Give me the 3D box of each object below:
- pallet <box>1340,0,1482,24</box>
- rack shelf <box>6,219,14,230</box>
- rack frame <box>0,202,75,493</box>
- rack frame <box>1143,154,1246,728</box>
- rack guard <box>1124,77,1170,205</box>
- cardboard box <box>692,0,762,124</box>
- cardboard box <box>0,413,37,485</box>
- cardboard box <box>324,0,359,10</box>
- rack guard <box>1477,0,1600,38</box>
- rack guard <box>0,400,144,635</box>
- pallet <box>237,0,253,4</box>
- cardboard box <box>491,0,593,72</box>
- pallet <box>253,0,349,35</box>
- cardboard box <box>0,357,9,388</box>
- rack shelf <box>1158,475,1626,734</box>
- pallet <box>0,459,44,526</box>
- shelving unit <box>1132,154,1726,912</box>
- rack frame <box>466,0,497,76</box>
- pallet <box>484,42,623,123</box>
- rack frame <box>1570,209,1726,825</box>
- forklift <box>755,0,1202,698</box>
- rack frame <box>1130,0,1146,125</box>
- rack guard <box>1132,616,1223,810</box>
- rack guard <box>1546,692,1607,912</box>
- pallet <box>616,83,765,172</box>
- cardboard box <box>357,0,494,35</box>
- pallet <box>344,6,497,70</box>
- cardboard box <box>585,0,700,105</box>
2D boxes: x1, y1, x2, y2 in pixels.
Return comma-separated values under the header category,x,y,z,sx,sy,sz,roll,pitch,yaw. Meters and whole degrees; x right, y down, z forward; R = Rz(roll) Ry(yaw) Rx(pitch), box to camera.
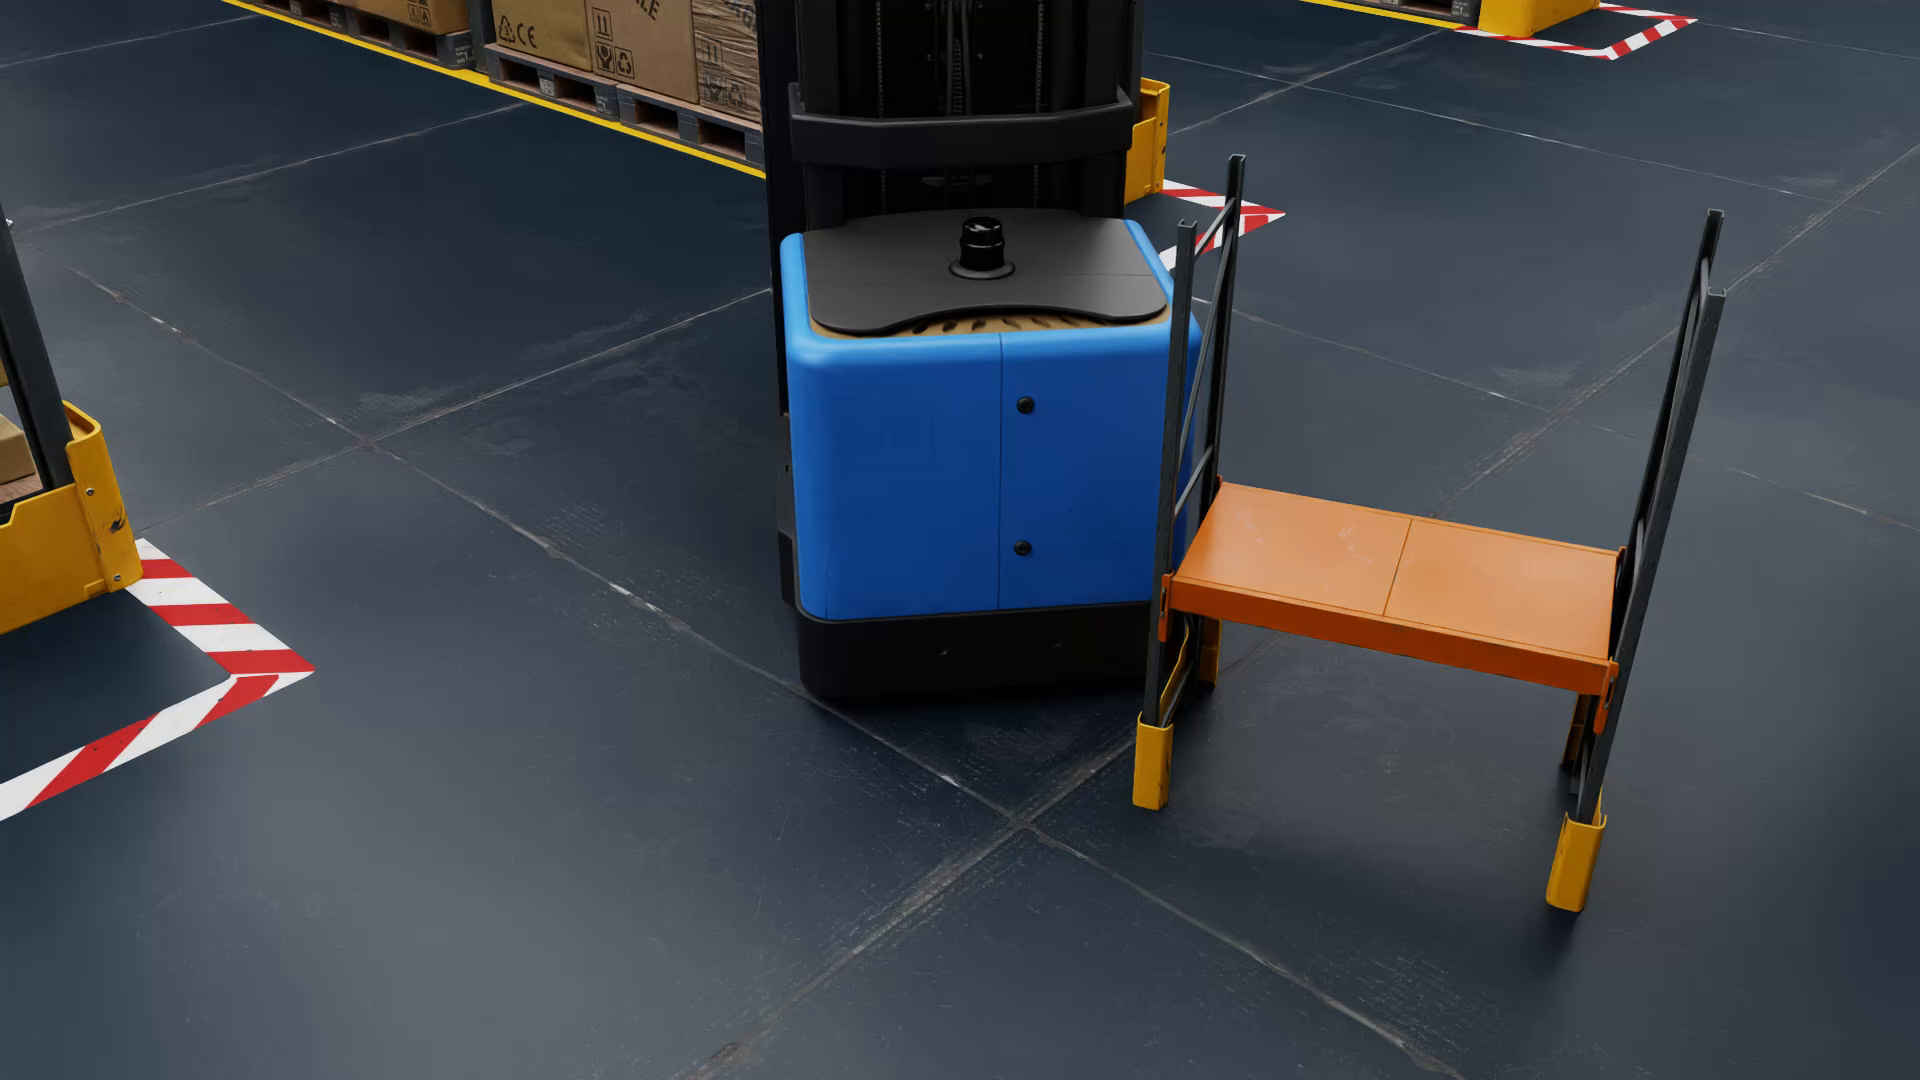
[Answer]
category,x,y,z,sx,sy,sz,roll,pitch,yaw
pallet,3.217,-3.844,11.431,1.213,0.211,1.003,25,39,35
rack shelf,-4.407,-1.367,5.310,4.000,0.370,1.077,25,39,35
rack frame,-2.925,-0.983,3.975,0.127,3.000,1.000,25,39,35
rack frame,0.551,-0.120,3.995,0.032,1.500,0.500,11,33,18
rack guard,0.496,-1.766,7.698,0.348,0.500,1.175,25,39,35
cardboard box,-0.724,-2.620,8.347,0.875,0.875,0.875,25,39,35
cardboard box,-3.098,-0.245,5.106,0.250,0.149,0.380,26,40,36
cardboard box,-3.638,-4.022,10.675,0.875,0.875,1.225,24,38,34
rack guard,3.829,-3.664,10.852,0.348,0.500,1.175,25,39,35
rack guard,-2.981,0.062,4.663,0.348,0.500,1.175,25,39,35
pallet,-4.919,-4.117,11.884,1.213,0.211,1.003,25,39,35
cardboard box,-2.051,-3.240,9.376,0.875,0.875,0.875,25,39,35
pallet,-4.019,-3.695,11.183,1.213,0.211,1.003,25,39,35
cardboard box,-3.085,-0.508,4.965,0.250,0.149,0.380,23,38,33
rack shelf,1.025,0.128,3.931,1.000,0.185,0.538,11,33,18
pallet,-3.560,-0.109,5.227,1.213,0.211,1.003,25,39,35
shelving unit,1.033,-0.024,3.836,1.083,1.500,0.587,11,33,18
rack frame,-2.487,-4.229,9.367,0.127,3.000,1.000,25,39,35
pallet,-1.976,-2.741,9.599,1.213,0.211,1.003,25,39,35
rack frame,1.499,0.068,3.682,0.032,1.500,0.500,11,33,18
forklift,-0.071,-1.575,5.025,1.130,2.935,3.031,-3,31,-6
rack frame,0.479,-2.845,7.067,0.127,3.000,1.000,25,39,35
rack guard,0.569,0.419,4.311,0.087,0.250,0.587,11,33,18
rack guard,1.498,0.603,4.005,0.087,0.250,0.587,11,33,18
pallet,-1.067,-2.319,8.898,1.213,0.211,1.003,25,39,35
cardboard box,-2.975,-3.713,10.162,0.875,0.875,1.225,25,39,35
pallet,-3.110,-3.273,10.482,1.213,0.211,1.003,25,39,35
cardboard box,-1.384,-2.928,8.859,0.875,0.875,0.875,25,39,35
